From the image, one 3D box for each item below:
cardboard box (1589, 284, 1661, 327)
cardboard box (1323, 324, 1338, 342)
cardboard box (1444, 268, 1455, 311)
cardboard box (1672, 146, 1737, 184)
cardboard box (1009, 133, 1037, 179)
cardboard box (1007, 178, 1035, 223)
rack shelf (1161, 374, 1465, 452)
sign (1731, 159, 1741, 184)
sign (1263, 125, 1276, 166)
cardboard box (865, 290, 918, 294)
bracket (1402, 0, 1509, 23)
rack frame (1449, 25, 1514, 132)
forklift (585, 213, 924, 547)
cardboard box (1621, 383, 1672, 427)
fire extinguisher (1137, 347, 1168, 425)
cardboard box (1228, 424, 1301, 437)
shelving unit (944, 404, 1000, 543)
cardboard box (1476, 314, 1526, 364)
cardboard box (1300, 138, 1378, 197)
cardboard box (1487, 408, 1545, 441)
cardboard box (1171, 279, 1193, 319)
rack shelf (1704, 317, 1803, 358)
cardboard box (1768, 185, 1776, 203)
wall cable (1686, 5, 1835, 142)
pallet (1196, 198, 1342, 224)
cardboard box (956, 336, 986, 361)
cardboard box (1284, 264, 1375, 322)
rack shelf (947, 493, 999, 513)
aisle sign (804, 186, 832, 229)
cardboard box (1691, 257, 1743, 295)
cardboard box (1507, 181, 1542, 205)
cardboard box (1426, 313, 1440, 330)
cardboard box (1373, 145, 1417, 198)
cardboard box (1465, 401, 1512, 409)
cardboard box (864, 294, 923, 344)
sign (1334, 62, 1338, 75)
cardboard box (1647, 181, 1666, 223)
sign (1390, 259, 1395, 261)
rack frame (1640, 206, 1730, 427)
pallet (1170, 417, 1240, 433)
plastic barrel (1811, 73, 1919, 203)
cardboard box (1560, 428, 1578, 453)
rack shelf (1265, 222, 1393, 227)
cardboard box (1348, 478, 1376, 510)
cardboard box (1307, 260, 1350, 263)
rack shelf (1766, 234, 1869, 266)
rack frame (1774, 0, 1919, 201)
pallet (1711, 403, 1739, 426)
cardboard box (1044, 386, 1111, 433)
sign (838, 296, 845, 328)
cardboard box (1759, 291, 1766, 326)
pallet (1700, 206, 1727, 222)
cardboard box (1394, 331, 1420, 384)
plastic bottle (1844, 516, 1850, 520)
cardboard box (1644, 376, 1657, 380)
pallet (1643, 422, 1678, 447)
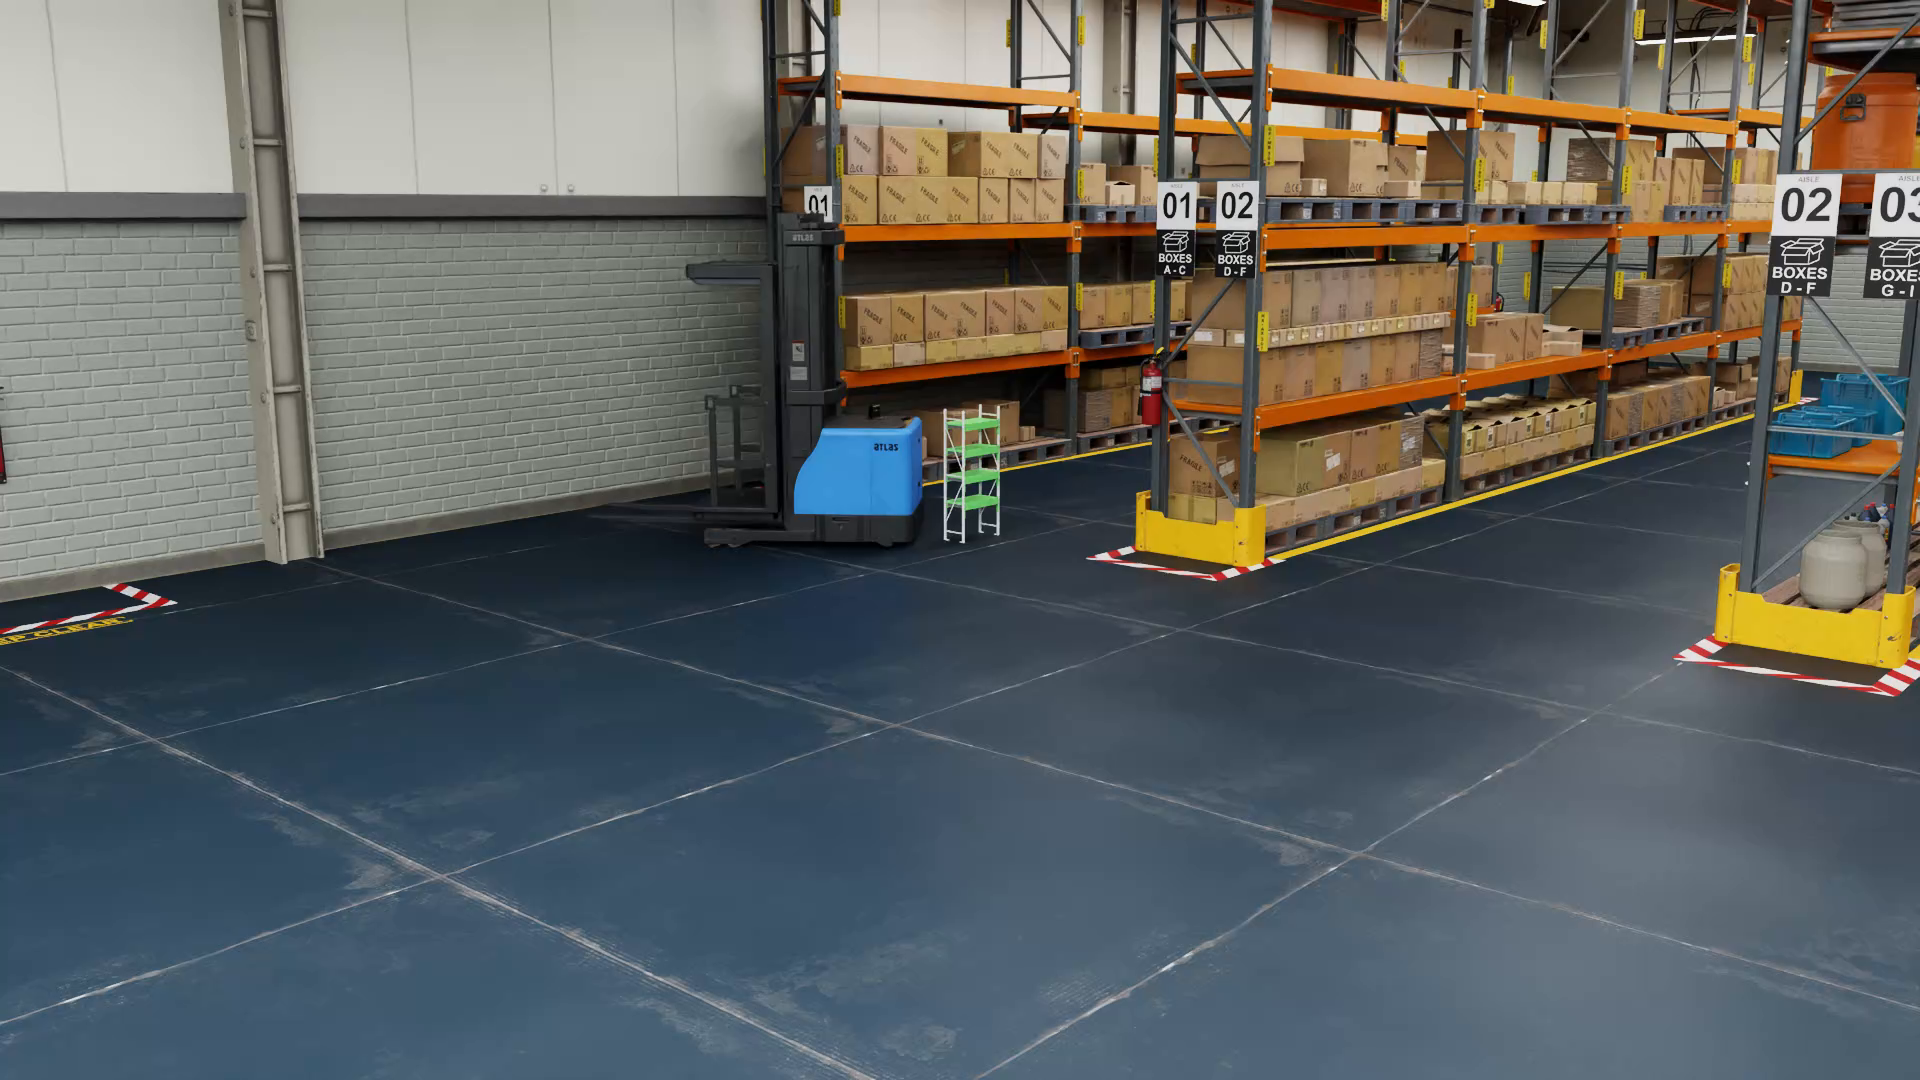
[{"bbox_3d":[8.461,-2.990,21.196,0.500,0.500,0.700,-9,14,-37],"label":"cardboard box"},{"bbox_3d":[3.203,-1.890,15.105,0.380,0.149,0.250,9,14,38],"label":"cardboard box"},{"bbox_3d":[7.629,-4.186,27.747,0.980,0.700,0.700,9,14,38],"label":"cardboard box"},{"bbox_3d":[10.316,-5.193,23.088,0.700,0.500,0.500,10,15,40],"label":"cardboard box"},{"bbox_3d":[0.536,-4.398,19.057,0.500,0.500,0.500,11,16,43],"label":"cardboard box"},{"bbox_3d":[0.528,-3.920,19.216,0.500,0.500,0.500,8,14,36],"label":"cardboard box"},{"bbox_3d":[3.422,-1.283,15.811,1.077,0.370,4.000,10,15,40],"label":"rack shelf"},{"bbox_3d":[10.443,-4.953,22.367,0.100,0.325,0.005,10,15,40],"label":"sign"},{"bbox_3d":[2.515,-3.207,13.516,0.100,0.325,0.005,10,15,40],"label":"sign"},{"bbox_3d":[-0.792,-2.531,18.643,0.500,0.500,0.500,9,15,39],"label":"cardboard box"},{"bbox_3d":[8.354,-9.063,28.420,0.076,0.066,4.783,10,15,40],"label":"bracket"},{"bbox_3d":[8.940,-7.277,28.670,1.000,3.000,0.127,10,15,40],"label":"rack frame"},{"bbox_3d":[-1.885,-1.472,15.100,3.031,2.935,1.130,1,11,5],"label":"forklift"},{"bbox_3d":[8.915,-1.766,21.656,0.500,0.500,0.500,9,14,38],"label":"cardboard box"},{"bbox_3d":[1.675,-1.346,14.488,0.296,0.674,0.183,10,15,40],"label":"fire extinguisher"},{"bbox_3d":[2.882,-0.833,15.756,0.500,0.500,0.500,10,15,40],"label":"cardboard box"},{"bbox_3d":[0.109,-0.613,15.216,0.258,1.200,0.503,10,15,40],"label":"shelving unit"},{"bbox_3d":[5.940,-2.241,18.516,0.500,0.500,0.500,10,15,40],"label":"cardboard box"},{"bbox_3d":[3.404,-3.345,14.955,0.500,0.500,0.500,10,15,40],"label":"cardboard box"},{"bbox_3d":[6.216,-1.317,18.663,0.500,0.311,0.500,10,15,42],"label":"cardboard box"},{"bbox_3d":[3.008,-3.267,22.529,0.700,0.500,0.500,8,14,35],"label":"cardboard box"},{"bbox_3d":[11.344,-3.048,24.650,1.077,0.370,4.000,10,15,40],"label":"rack shelf"},{"bbox_3d":[11.528,-5.008,24.075,0.500,0.250,0.500,10,15,40],"label":"cardboard box"},{"bbox_3d":[14.974,-8.667,30.663,3.097,2.526,0.112,10,15,40],"label":"wall cable"},{"bbox_3d":[2.588,-2.869,14.486,1.003,0.211,1.213,10,15,40],"label":"pallet"},{"bbox_3d":[-0.053,-2.175,18.772,0.500,0.250,0.500,10,15,41],"label":"cardboard box"},{"bbox_3d":[3.461,-2.327,15.637,0.700,0.500,0.500,10,15,40],"label":"cardboard box"},{"bbox_3d":[0.109,-0.315,15.275,0.258,0.148,0.480,10,15,40],"label":"rack shelf"},{"bbox_3d":[-1.444,-3.206,16.969,0.394,0.787,0.004,10,15,40],"label":"aisle sign"},{"bbox_3d":[10.546,-3.679,23.164,0.500,0.500,0.500,10,15,42],"label":"cardboard box"},{"bbox_3d":[6.051,-3.806,18.262,0.500,0.250,0.500,8,14,36],"label":"cardboard box"},{"bbox_3d":[4.559,-2.193,16.621,0.380,0.149,0.250,9,15,39],"label":"cardboard box"},{"bbox_3d":[4.212,-3.684,16.655,0.500,0.500,0.500,-11,15,-43],"label":"cardboard box"},{"bbox_3d":[6.138,-1.458,19.371,0.500,0.311,0.500,9,15,39],"label":"cardboard box"},{"bbox_3d":[-0.747,-2.388,17.925,0.500,0.500,0.500,10,15,41],"label":"cardboard box"},{"bbox_3d":[5.899,-7.299,25.993,0.100,0.325,0.005,10,15,40],"label":"sign"},{"bbox_3d":[8.326,-4.258,20.959,0.910,0.500,0.500,10,15,40],"label":"cardboard box"},{"bbox_3d":[6.714,-4.207,25.861,0.100,0.325,0.005,10,15,40],"label":"sign"},{"bbox_3d":[10.023,-3.107,23.107,1.000,3.000,0.127,10,15,40],"label":"rack frame"},{"bbox_3d":[3.143,-1.676,23.063,1.003,0.211,1.213,10,15,40],"label":"pallet"},{"bbox_3d":[6.046,-2.676,11.121,0.600,0.830,0.708,10,15,40],"label":"plastic barrel"},{"bbox_3d":[6.881,-1.190,19.461,0.500,0.250,0.500,10,15,40],"label":"cardboard box"},{"bbox_3d":[4.980,-4.570,24.614,1.077,0.370,4.000,10,15,40],"label":"rack shelf"},{"bbox_3d":[3.615,-0.469,15.850,0.500,0.250,0.500,10,15,40],"label":"cardboard box"},{"bbox_3d":[5.502,-4.068,24.941,0.500,0.250,0.500,10,15,41],"label":"cardboard box"},{"bbox_3d":[7.141,-2.113,12.308,1.077,0.370,4.000,10,15,40],"label":"rack shelf"},{"bbox_3d":[5.820,-3.642,10.471,1.000,3.000,0.127,10,15,40],"label":"rack frame"},{"bbox_3d":[10.477,-1.840,23.885,1.003,0.211,1.213,10,15,40],"label":"pallet"},{"bbox_3d":[1.492,-1.670,21.172,0.700,0.500,0.500,10,15,42],"label":"cardboard box"},{"bbox_3d":[-1.214,-2.335,17.035,0.100,0.325,0.005,10,15,40],"label":"sign"},{"bbox_3d":[11.567,-3.419,24.418,0.500,0.500,0.500,9,15,40],"label":"cardboard box"},{"bbox_3d":[9.540,-4.399,22.396,1.213,0.211,1.003,10,15,40],"label":"pallet"},{"bbox_3d":[4.111,-1.834,16.480,0.700,0.500,0.500,10,15,40],"label":"cardboard box"},{"bbox_3d":[7.088,-0.023,13.306,0.144,0.351,0.185,11,15,43],"label":"plastic bottle"},{"bbox_3d":[9.177,-1.977,22.710,0.500,0.500,0.500,10,15,41],"label":"cardboard box"},{"bbox_3d":[8.710,-1.434,21.853,1.003,0.211,1.213,10,15,40],"label":"pallet"}]
